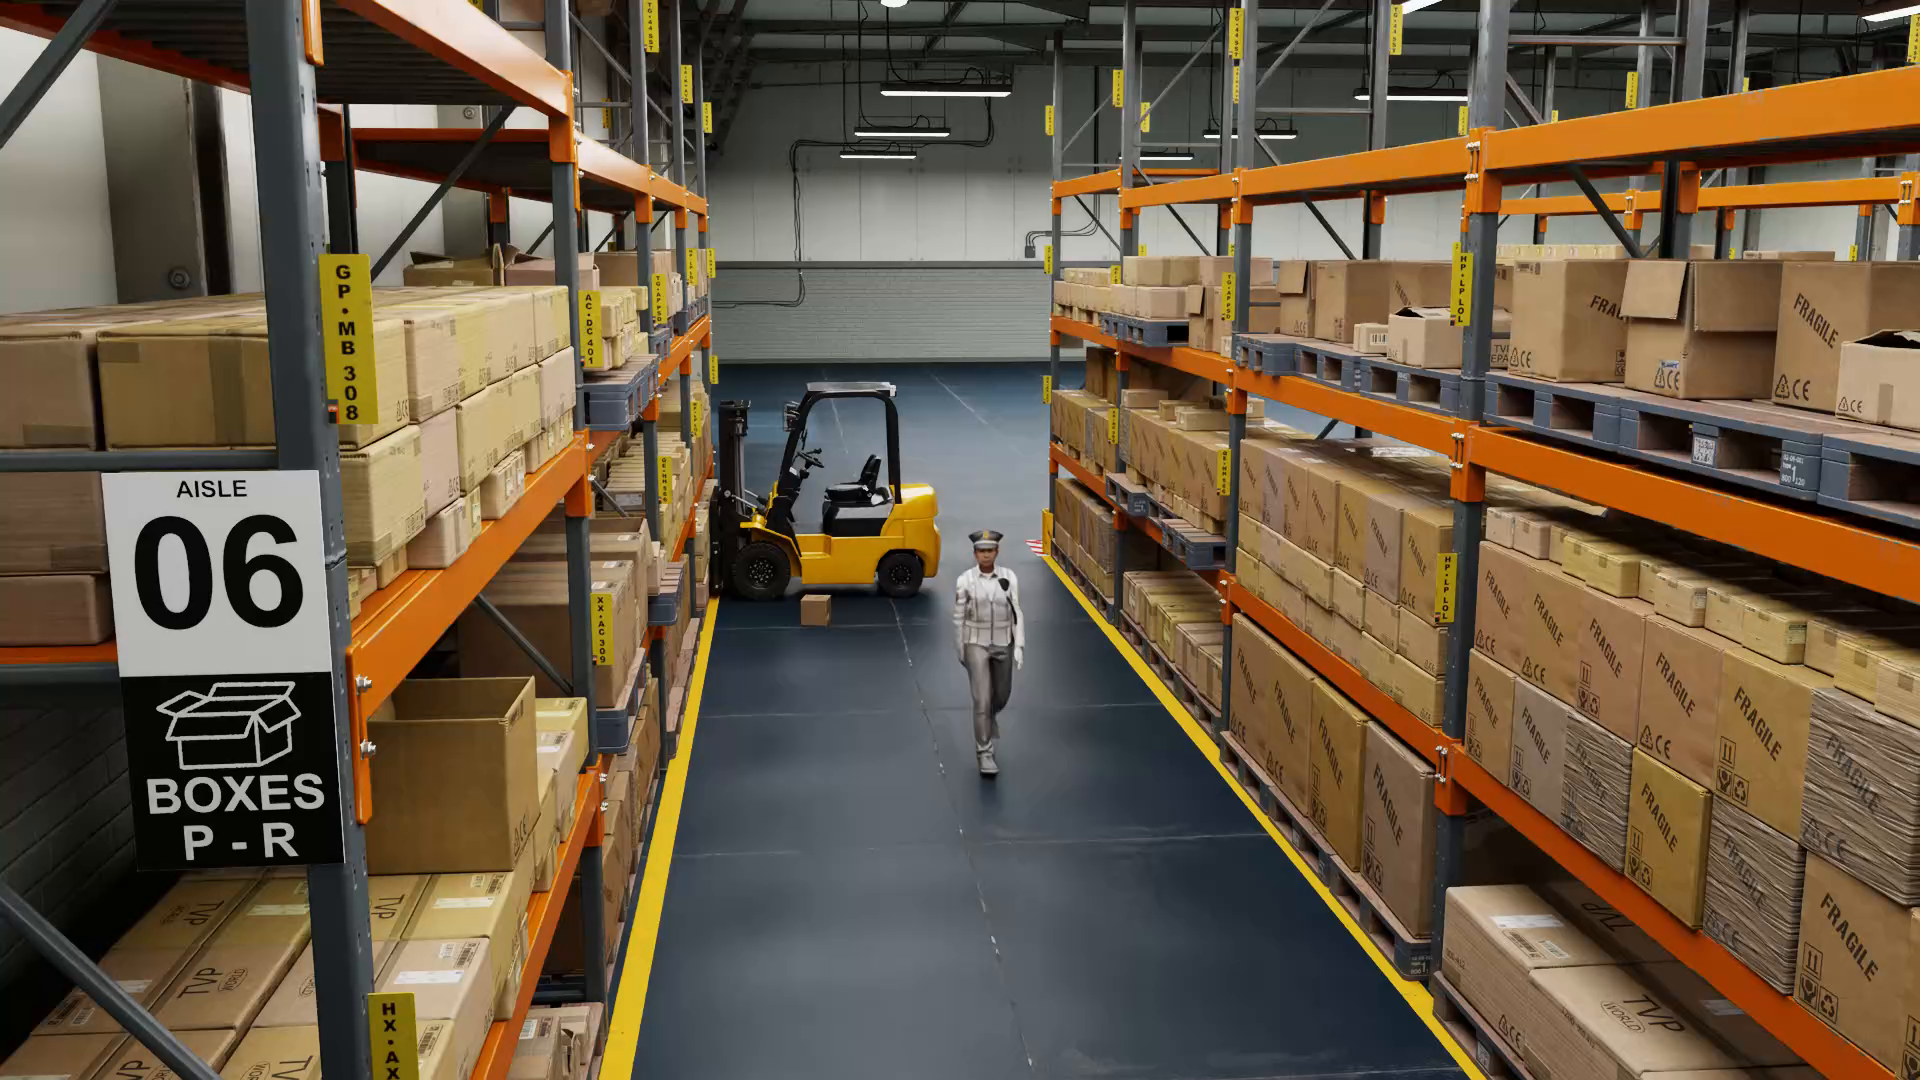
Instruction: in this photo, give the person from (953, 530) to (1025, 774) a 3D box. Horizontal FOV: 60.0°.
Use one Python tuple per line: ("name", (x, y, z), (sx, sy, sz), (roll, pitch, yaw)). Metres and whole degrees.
("person", (0.199, 0.727, 11.689), (0.475, 1.648, 0.913), (-2, 10, -12))
